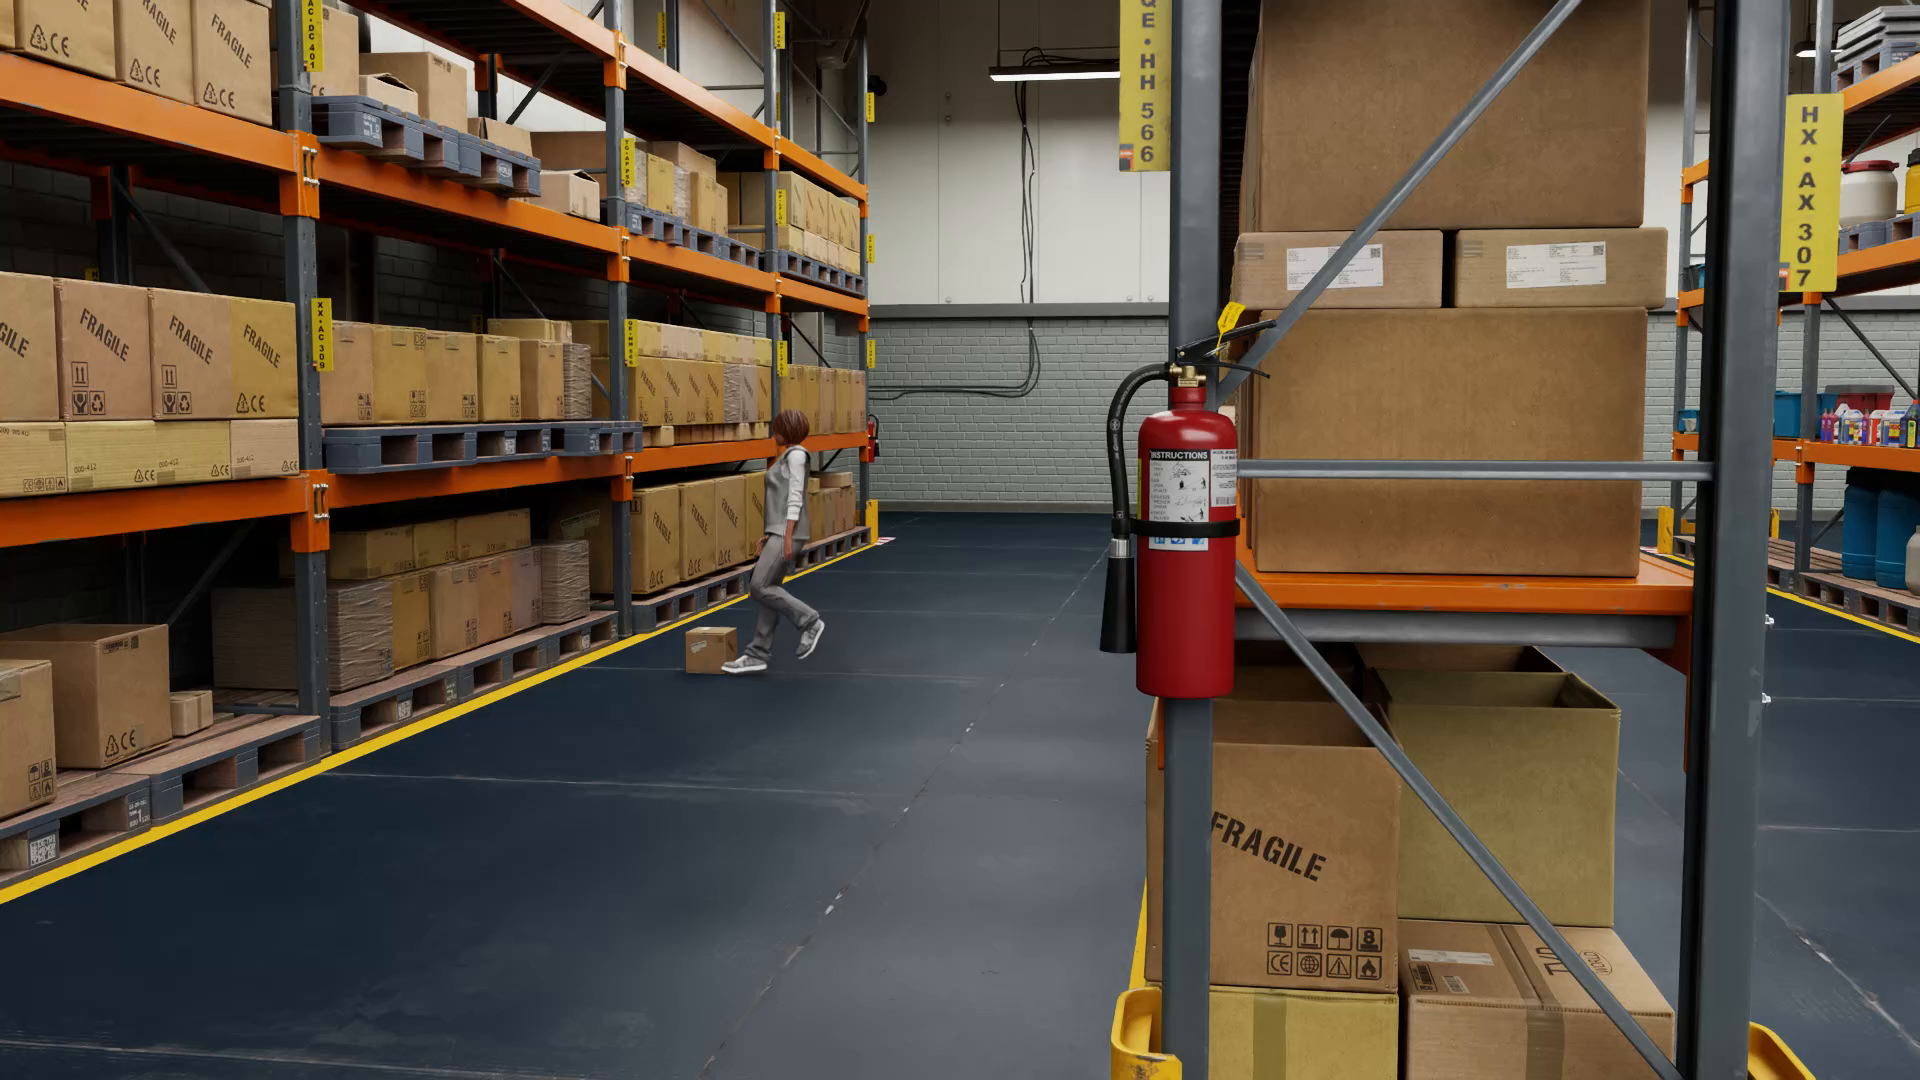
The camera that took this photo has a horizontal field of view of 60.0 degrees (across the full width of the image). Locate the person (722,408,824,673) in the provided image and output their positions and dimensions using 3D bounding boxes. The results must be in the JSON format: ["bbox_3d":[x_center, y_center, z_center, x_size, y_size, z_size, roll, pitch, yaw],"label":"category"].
[{"bbox_3d":[-1.133,0.002,10.004,0.618,1.582,0.480,-1,5,-9],"label":"person"}]
